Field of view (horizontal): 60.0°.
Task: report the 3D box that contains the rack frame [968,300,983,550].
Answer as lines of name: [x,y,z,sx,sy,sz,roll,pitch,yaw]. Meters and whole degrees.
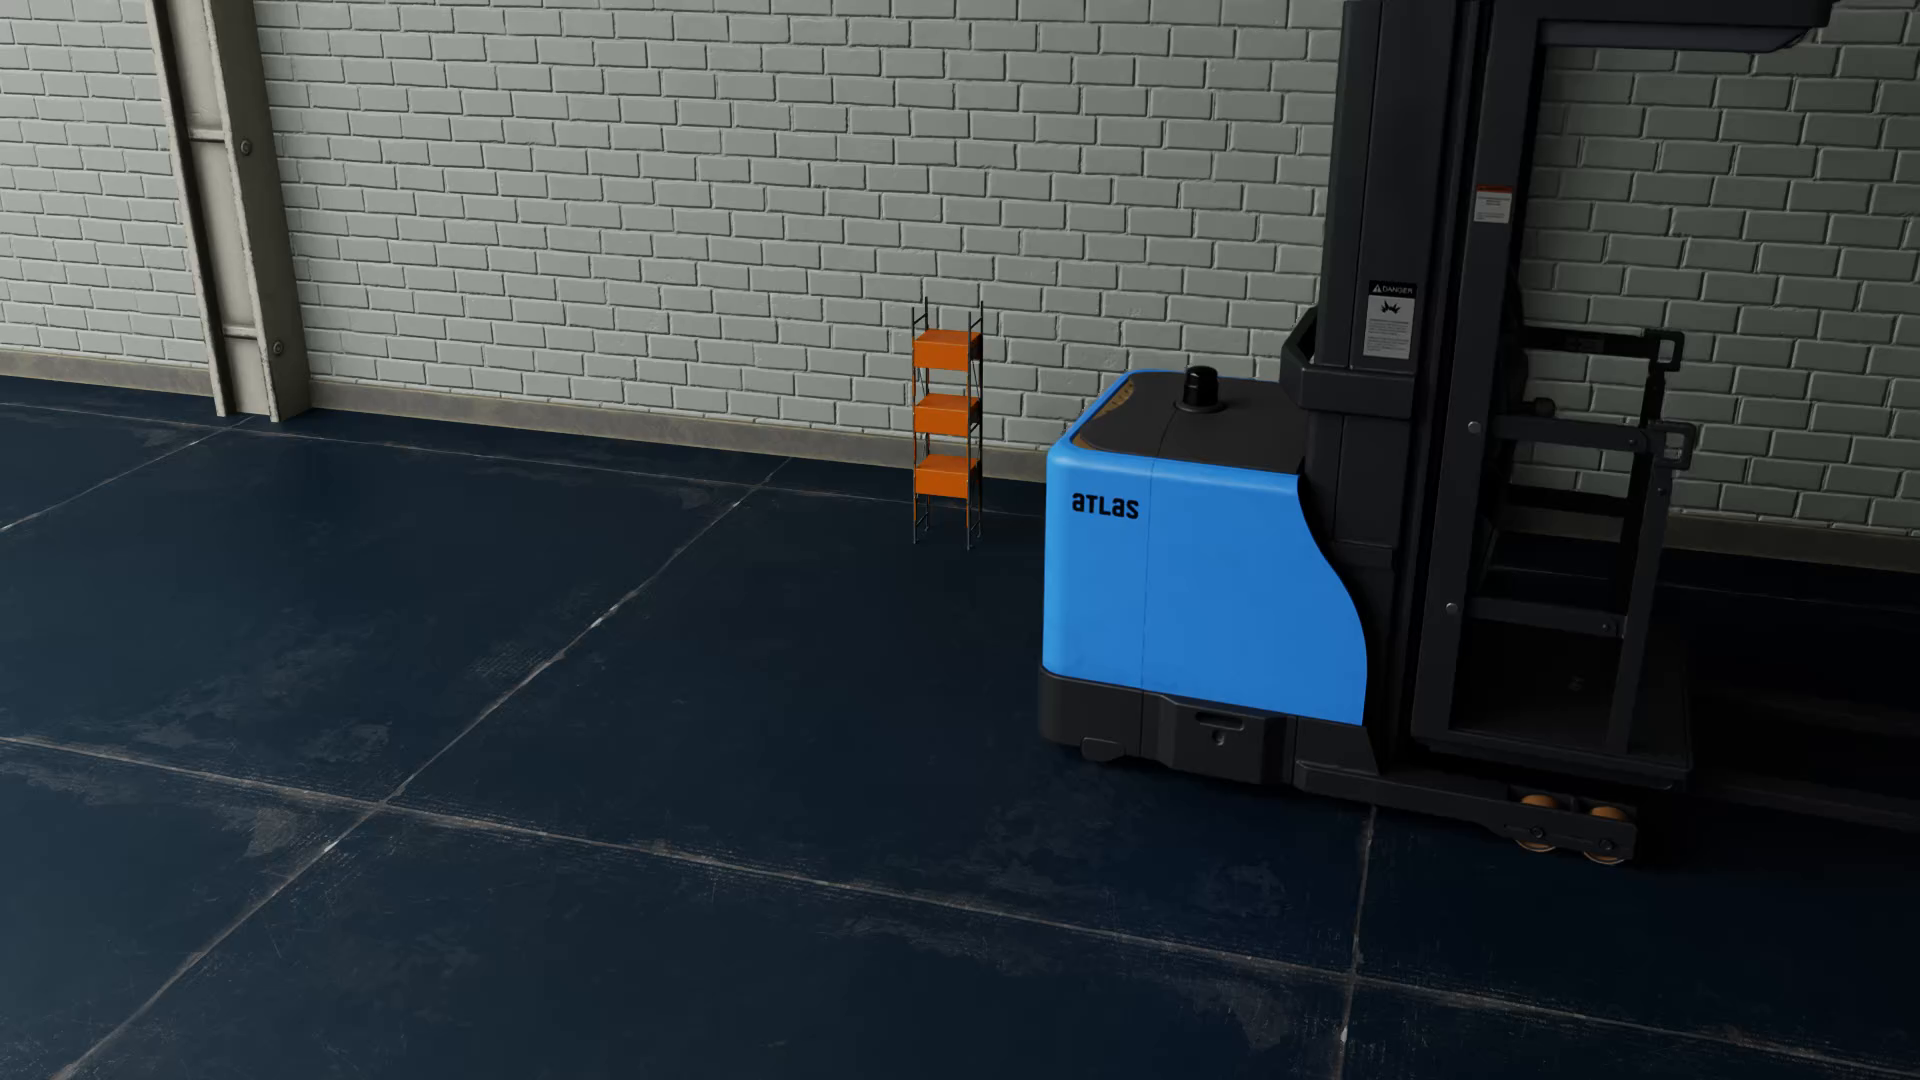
rack frame: [0.066,-0.478,7.052,0.008,1.050,0.200,7,23,16]

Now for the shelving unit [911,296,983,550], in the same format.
shelving unit: [-0.051,-0.492,7.085,0.252,1.050,0.215,7,23,16]

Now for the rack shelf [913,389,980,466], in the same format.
rack shelf: [-0.051,-0.482,7.089,0.240,0.259,0.215,7,23,16]

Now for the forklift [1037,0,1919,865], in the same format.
forklift: [1.829,-0.623,4.926,3.031,2.935,1.130,8,24,19]

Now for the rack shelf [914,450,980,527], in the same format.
rack shelf: [-0.051,-0.225,7.195,0.240,0.259,0.215,7,23,16]

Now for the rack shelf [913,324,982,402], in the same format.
rack shelf: [-0.051,-0.744,6.981,0.240,0.259,0.215,7,23,16]

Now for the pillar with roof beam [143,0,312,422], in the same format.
pillar with roof beam: [-4.986,-3.299,3.454,0.400,9.000,9.100,7,23,16]

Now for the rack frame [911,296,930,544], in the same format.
rack frame: [-0.168,-0.505,7.118,0.008,1.050,0.200,7,23,16]
